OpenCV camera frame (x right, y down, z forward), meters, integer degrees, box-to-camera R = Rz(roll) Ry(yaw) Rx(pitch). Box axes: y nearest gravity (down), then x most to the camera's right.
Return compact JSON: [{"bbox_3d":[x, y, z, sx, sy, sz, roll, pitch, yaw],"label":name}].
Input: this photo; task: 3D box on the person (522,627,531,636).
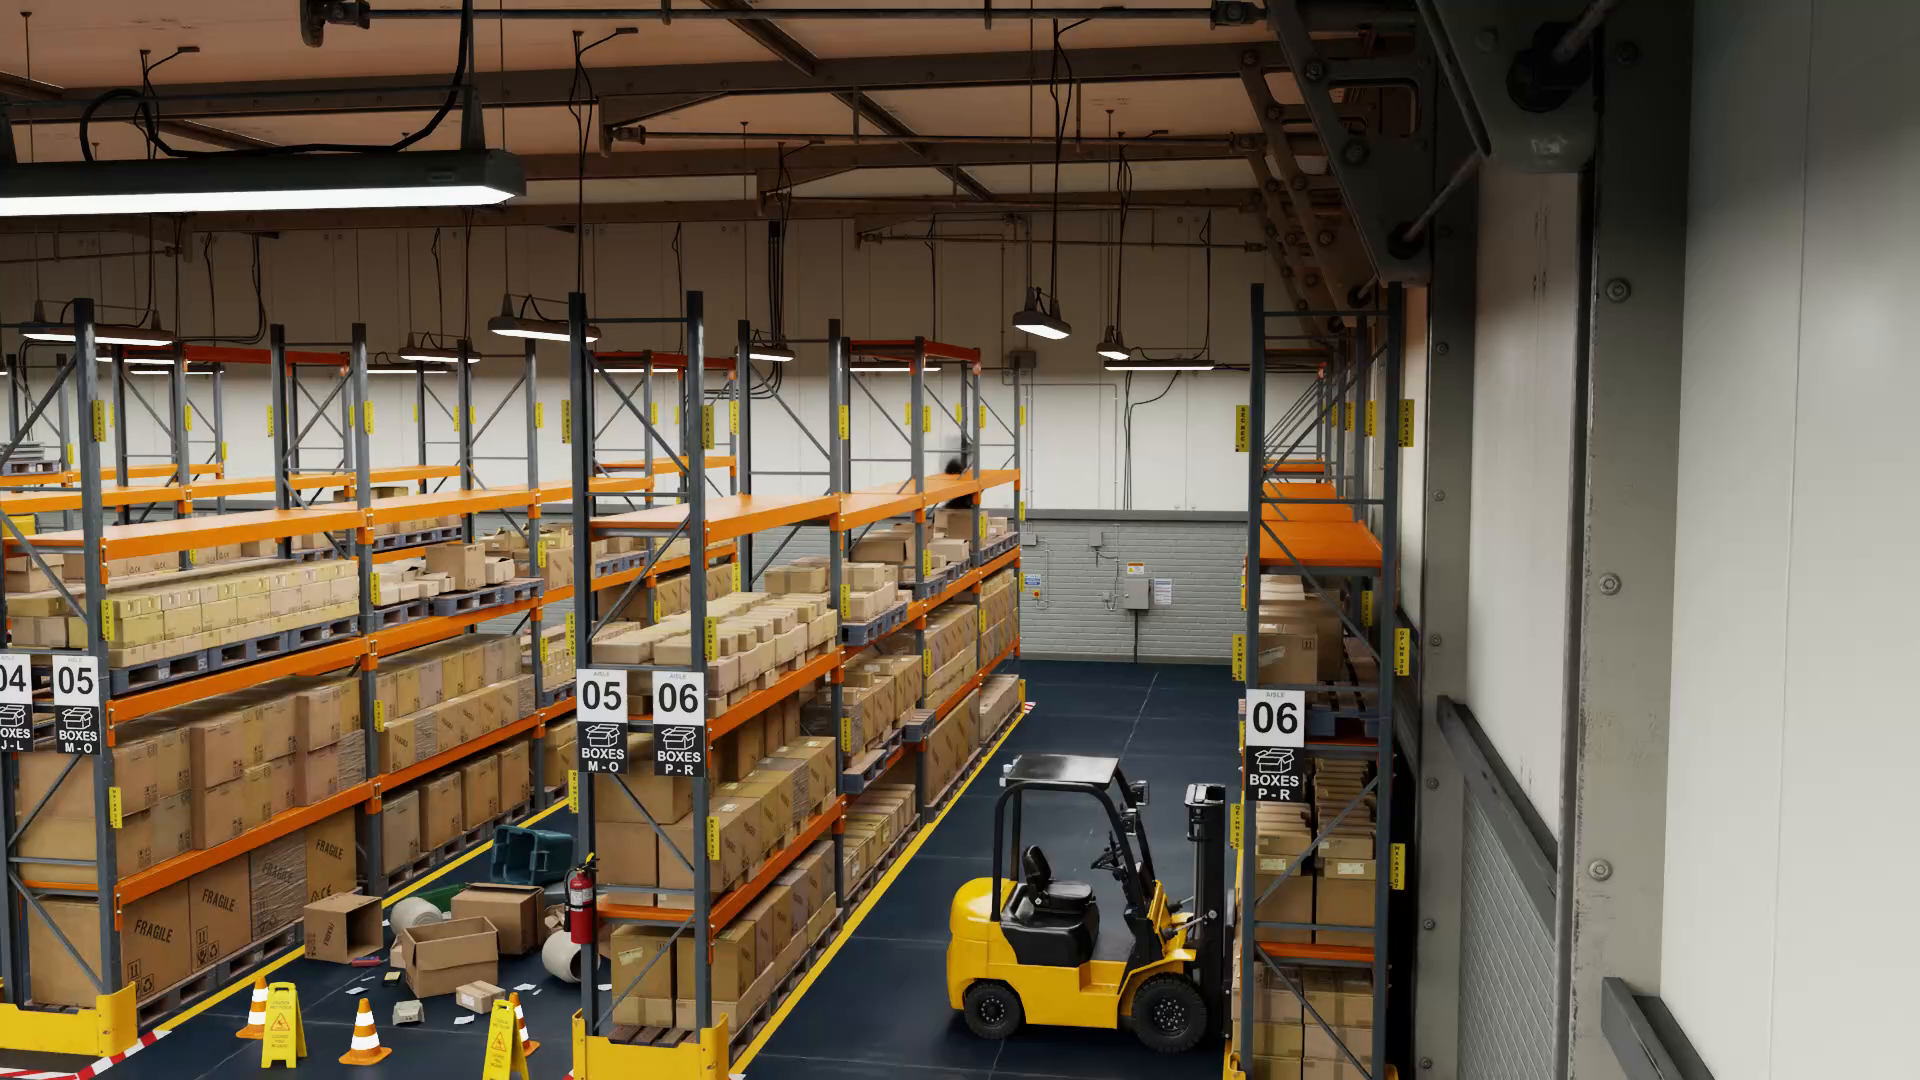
[{"bbox_3d":[-6.667,2.226,25.971,0.650,1.741,0.868,1,5,17],"label":"person"}]
